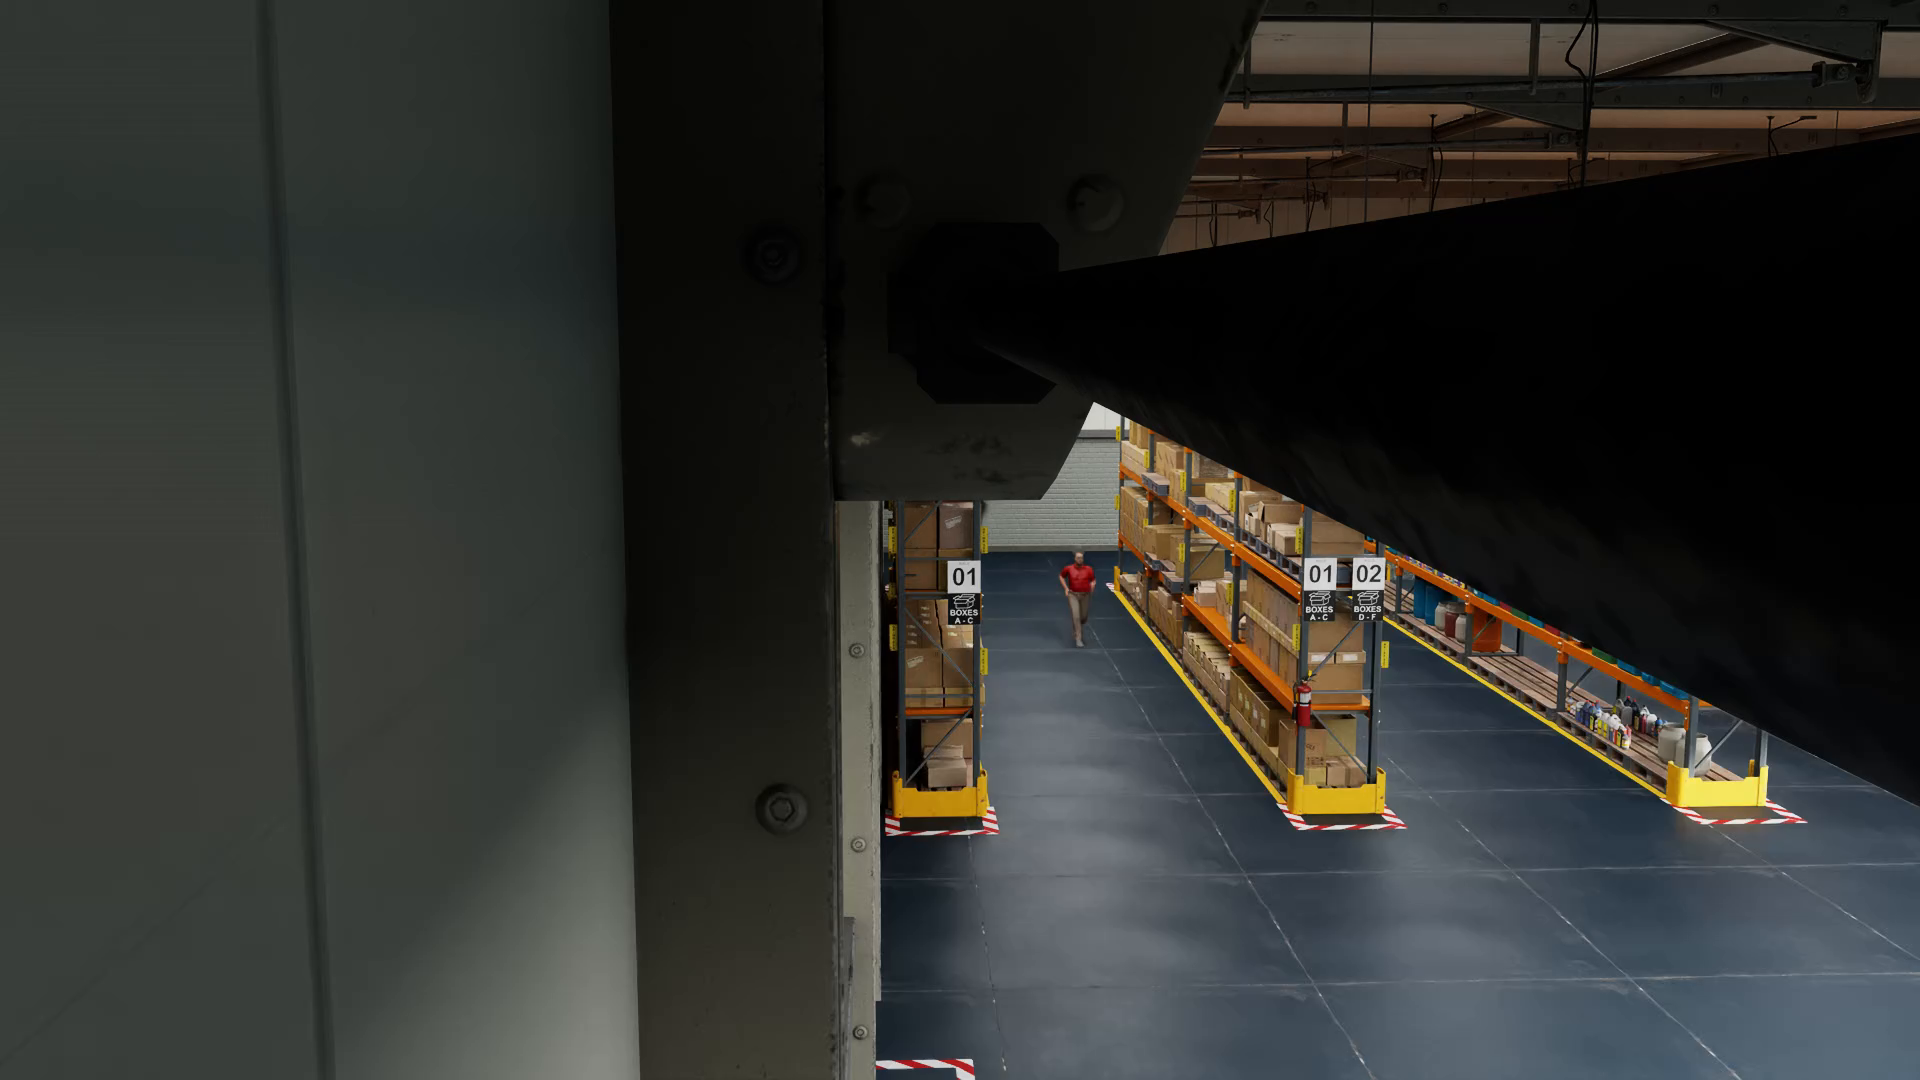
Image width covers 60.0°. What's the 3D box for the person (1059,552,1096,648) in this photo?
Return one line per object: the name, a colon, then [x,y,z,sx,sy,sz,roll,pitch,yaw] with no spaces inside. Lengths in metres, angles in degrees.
person: [2.188,1.079,30.765,0.663,1.730,0.871,-1,8,-8]
